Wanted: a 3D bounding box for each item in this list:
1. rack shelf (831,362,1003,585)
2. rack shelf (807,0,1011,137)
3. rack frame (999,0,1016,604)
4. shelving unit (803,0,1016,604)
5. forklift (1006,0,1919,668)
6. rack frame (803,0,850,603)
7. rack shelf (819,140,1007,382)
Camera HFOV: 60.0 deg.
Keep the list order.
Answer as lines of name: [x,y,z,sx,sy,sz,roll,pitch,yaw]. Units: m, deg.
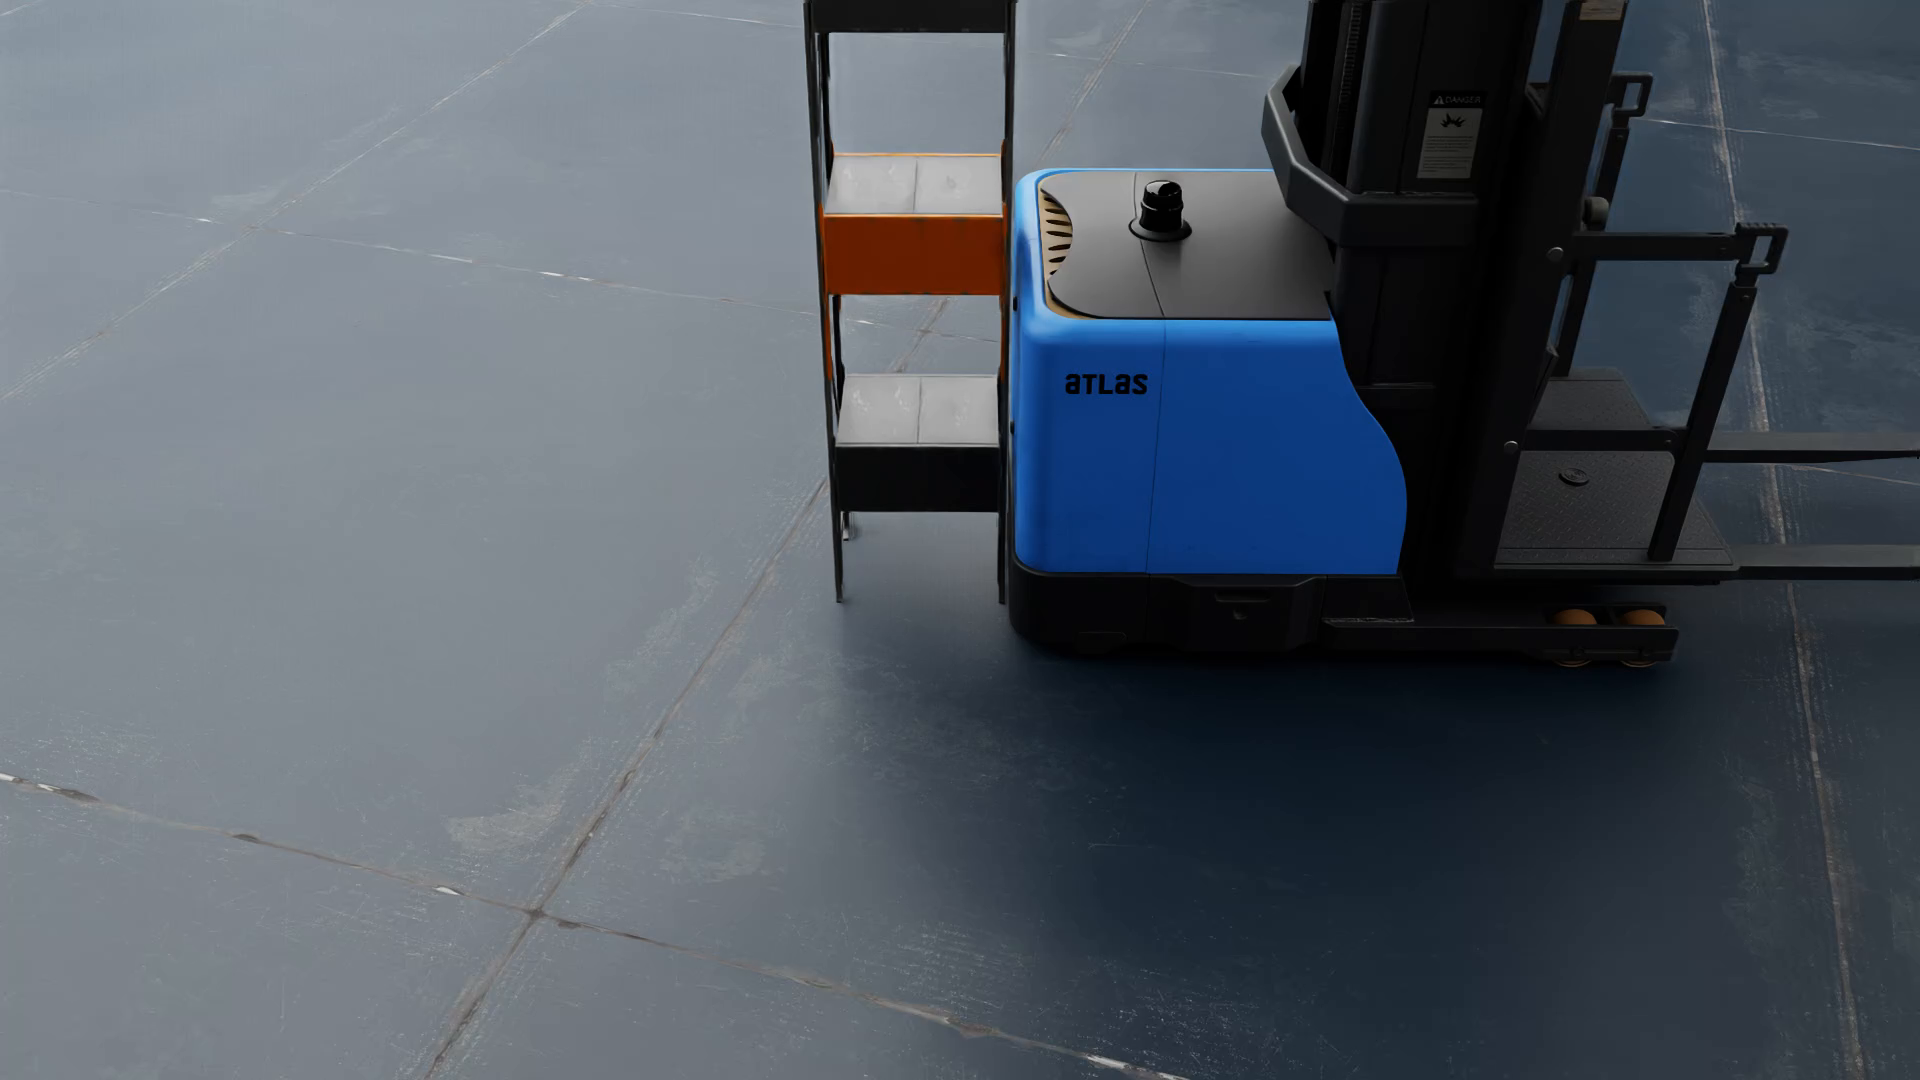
rack shelf: [-0.118,-0.199,4.953,0.480,0.518,0.431,0,36,0]
rack shelf: [-0.118,-1.327,4.123,0.480,0.518,0.431,0,36,0]
rack frame: [0.126,-0.773,4.528,0.015,2.100,0.400,0,36,0]
shelving unit: [-0.118,-0.774,4.530,0.503,2.100,0.431,0,36,0]
forklift: [1.663,-1.135,4.319,3.031,2.935,1.130,0,36,0]
rack frame: [-0.362,-0.775,4.532,0.015,2.100,0.400,0,36,0]
rack shelf: [-0.118,-0.763,4.538,0.480,0.518,0.431,0,36,0]
